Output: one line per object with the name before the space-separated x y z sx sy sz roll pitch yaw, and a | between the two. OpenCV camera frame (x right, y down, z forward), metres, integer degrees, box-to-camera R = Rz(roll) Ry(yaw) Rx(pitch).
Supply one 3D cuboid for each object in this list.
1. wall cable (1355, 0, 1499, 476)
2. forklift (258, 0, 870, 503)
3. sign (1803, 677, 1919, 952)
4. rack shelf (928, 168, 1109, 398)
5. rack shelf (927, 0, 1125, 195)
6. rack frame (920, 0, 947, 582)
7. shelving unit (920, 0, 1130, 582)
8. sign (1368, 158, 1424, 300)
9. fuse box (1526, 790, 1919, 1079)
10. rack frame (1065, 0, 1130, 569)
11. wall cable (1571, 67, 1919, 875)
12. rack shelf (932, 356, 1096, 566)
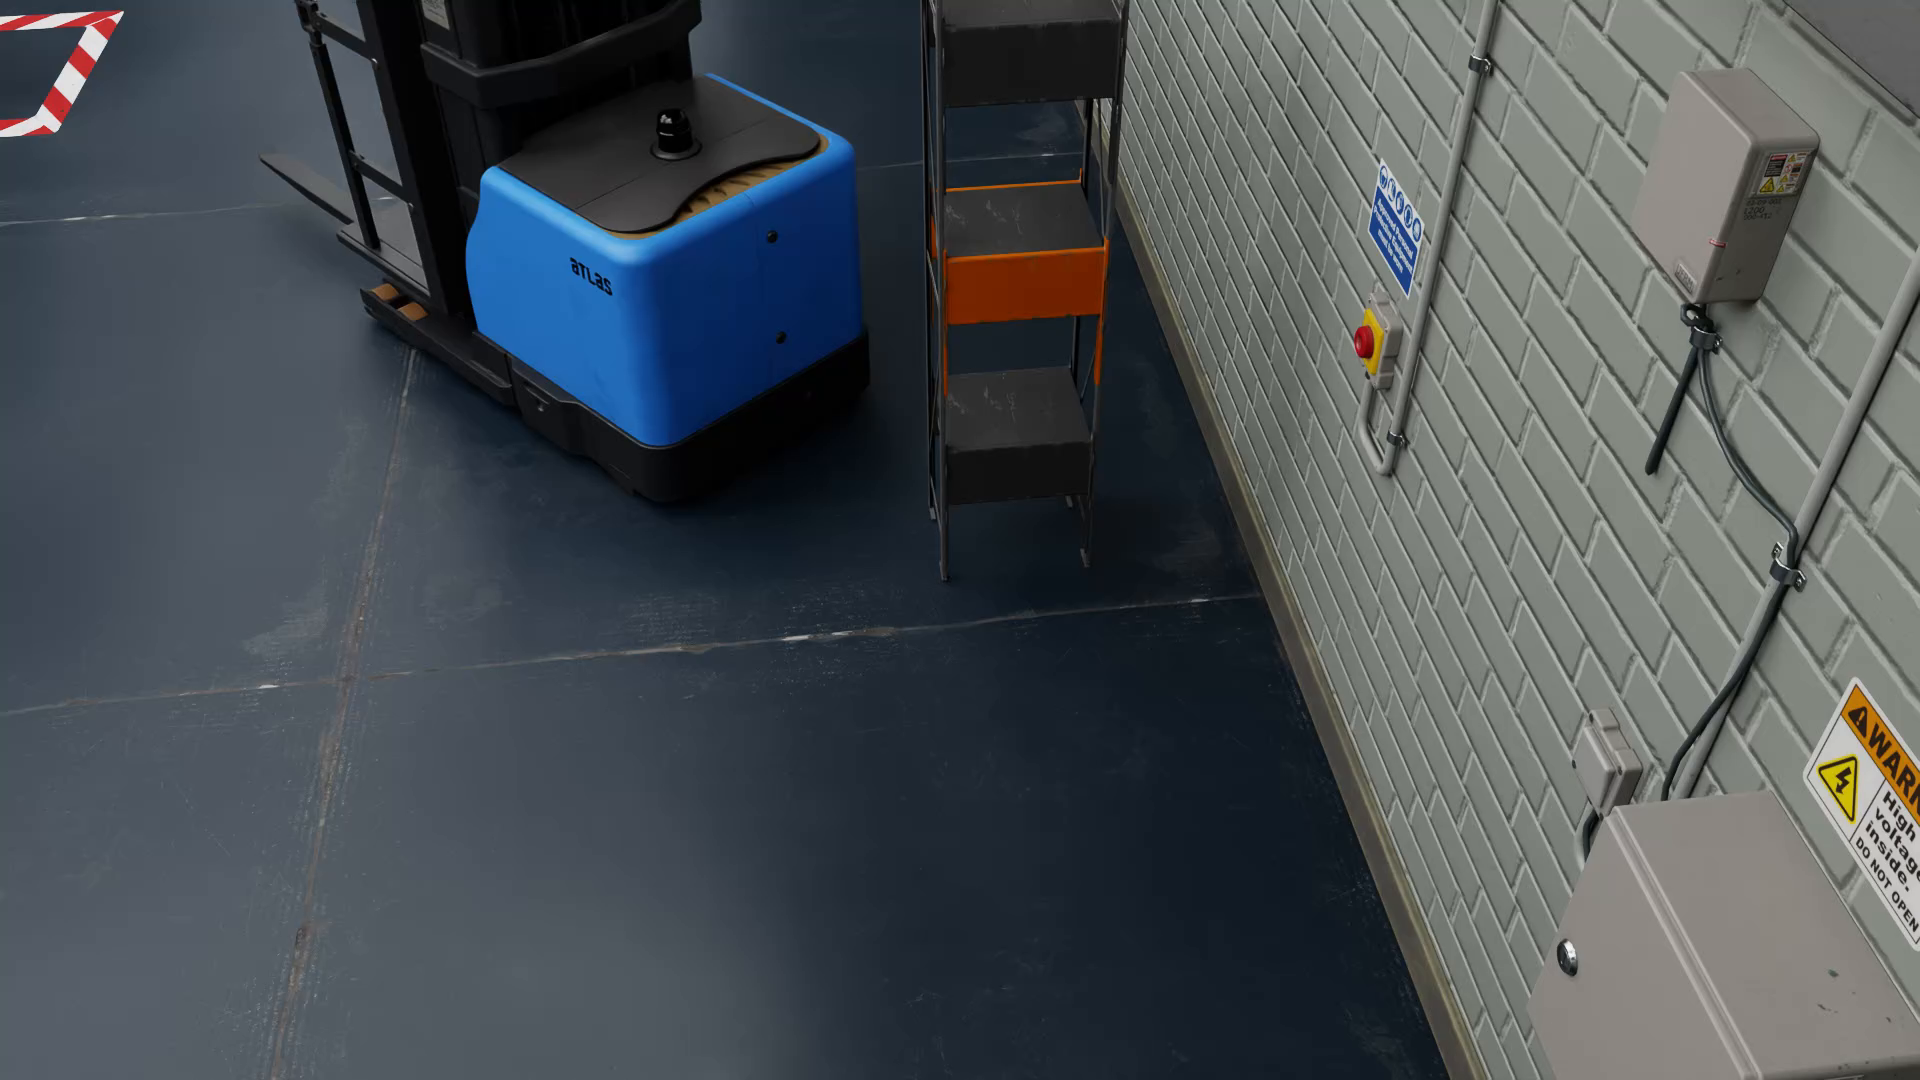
wall cable | 1.038 -1.035 3.876 0.123 1.953 0.585 -5 42 -6
forklift | -1.757 -2.087 5.876 3.031 2.935 1.130 32 51 31
sign | 1.364 0.400 2.450 0.001 0.242 0.339 -5 42 -6
rack shelf | 0.164 -0.784 5.072 0.480 0.518 0.431 -5 42 -6
rack shelf | 0.164 -1.304 4.603 0.480 0.518 0.431 -5 42 -6
rack frame | -0.078 -0.773 5.039 0.015 2.100 0.400 -5 42 -6
shelving unit | 0.164 -0.794 5.063 0.503 2.100 0.431 -5 42 -6
sign | 1.092 -0.784 4.178 0.001 0.218 0.327 -5 42 -6
fuse box | 1.166 1.240 3.098 0.414 1.711 0.539 -5 42 -6
rack frame | 0.406 -0.815 5.086 0.015 2.100 0.400 -5 42 -6
wall cable | 1.233 -0.083 2.844 0.122 1.984 0.588 -5 42 -6
rack shelf | 0.164 -0.264 5.541 0.480 0.518 0.431 -5 42 -6
